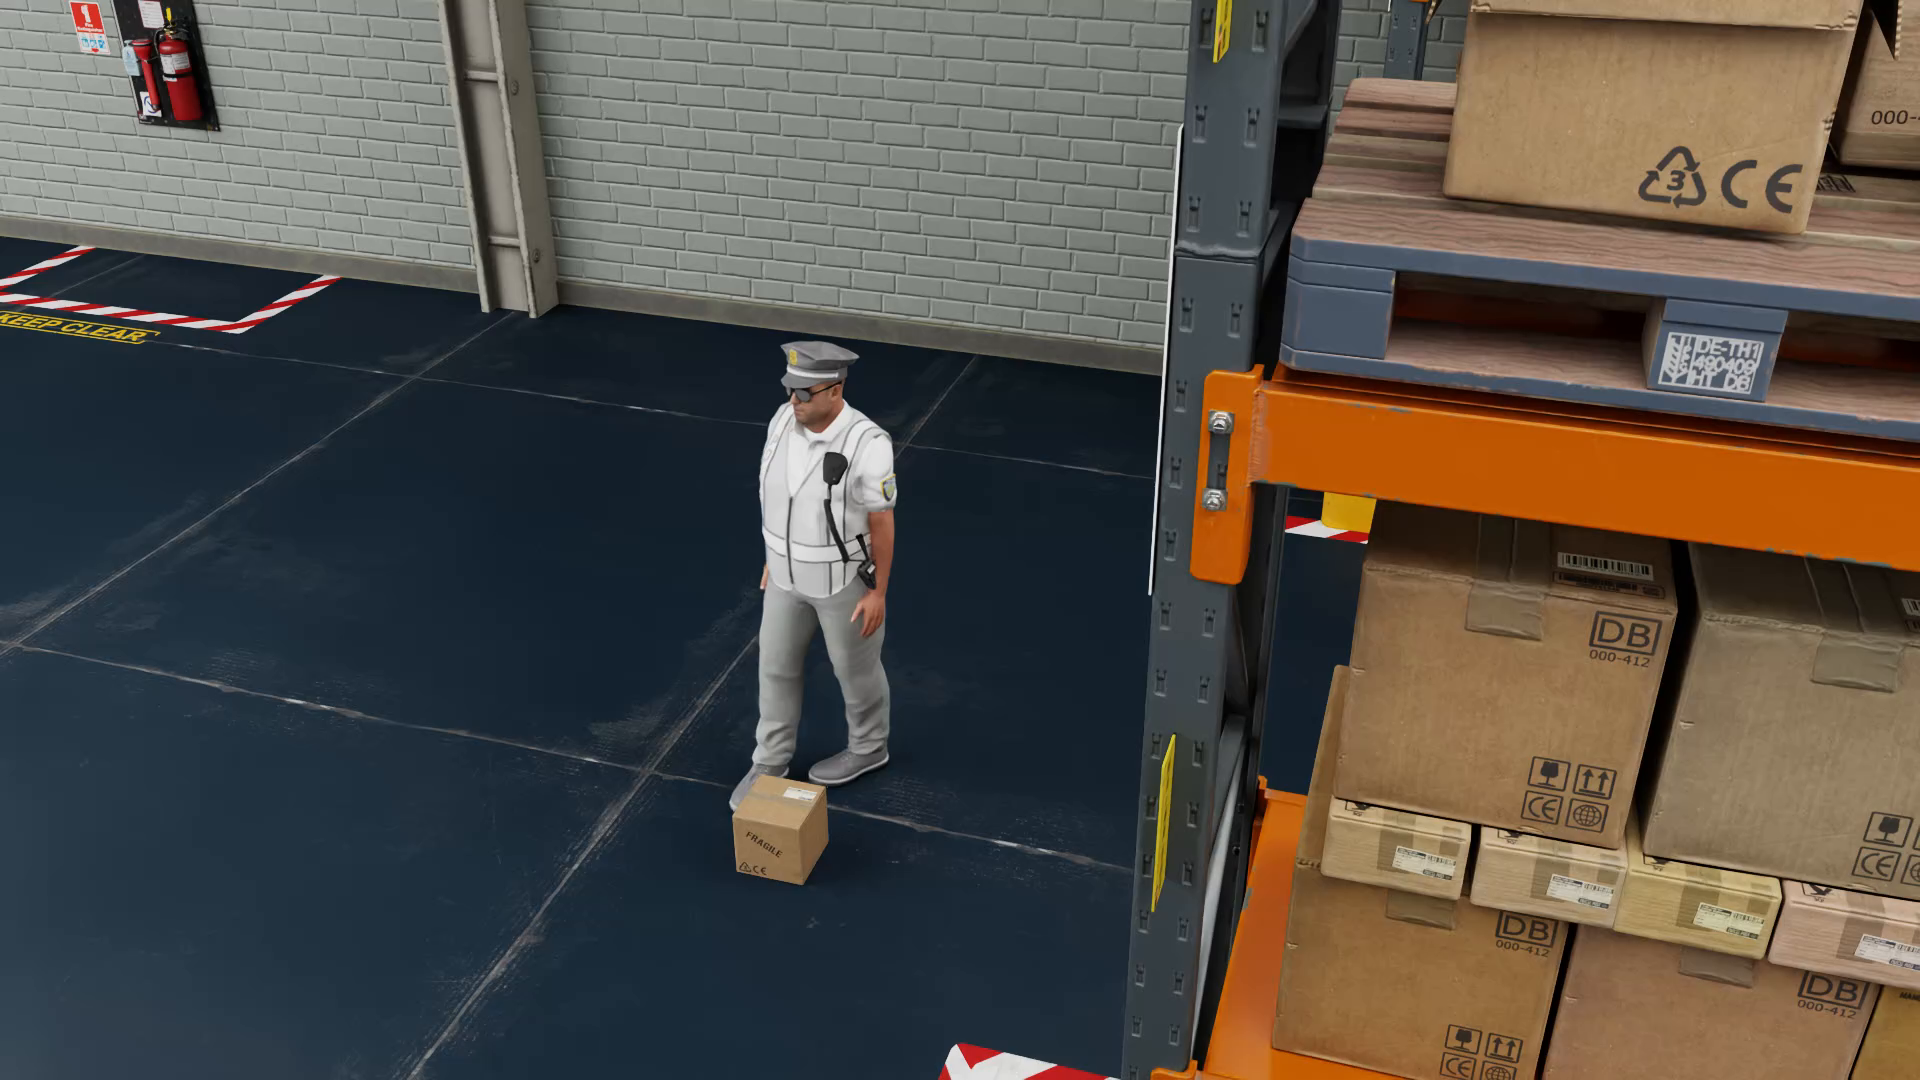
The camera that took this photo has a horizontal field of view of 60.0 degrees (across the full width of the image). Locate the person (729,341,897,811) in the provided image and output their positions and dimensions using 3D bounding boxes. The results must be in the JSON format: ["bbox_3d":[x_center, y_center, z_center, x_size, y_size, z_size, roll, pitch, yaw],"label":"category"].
[{"bbox_3d":[-0.540,0.159,5.815,0.541,1.749,0.613,16,33,27],"label":"person"}]
